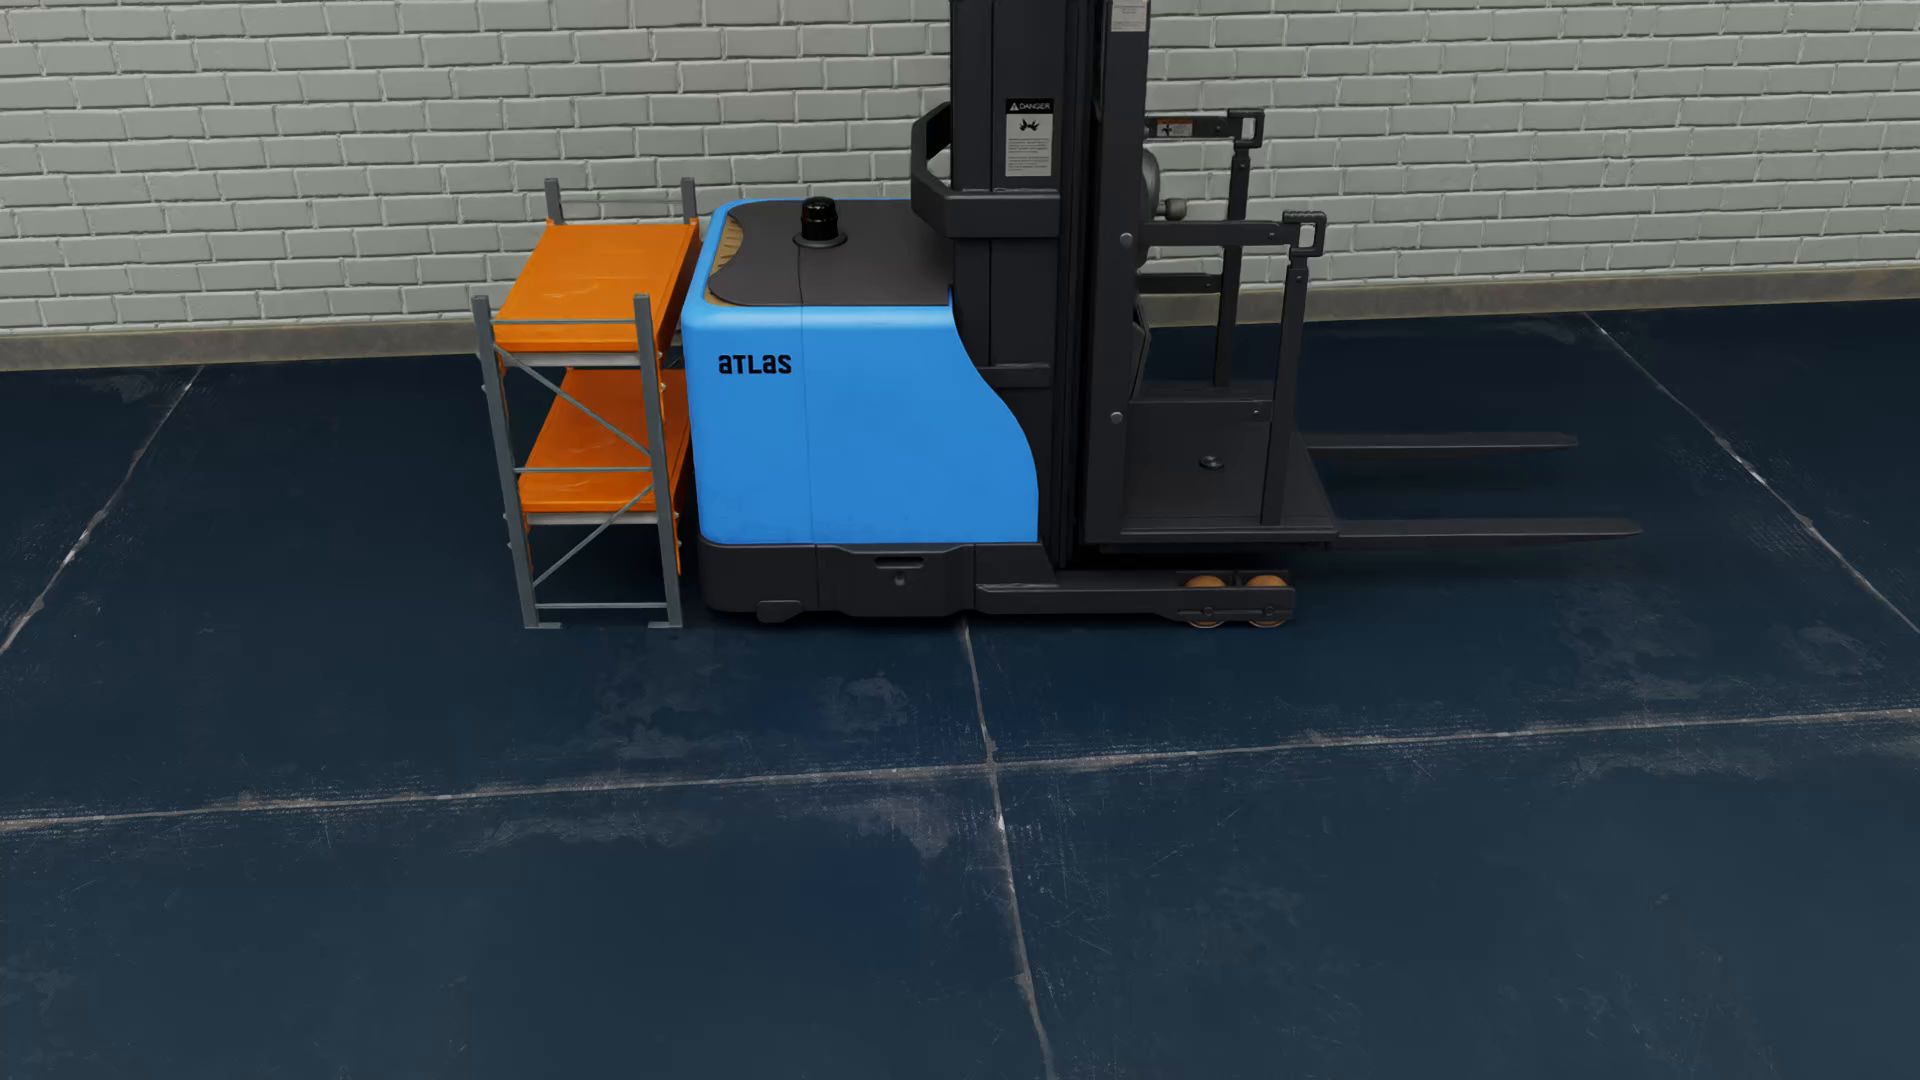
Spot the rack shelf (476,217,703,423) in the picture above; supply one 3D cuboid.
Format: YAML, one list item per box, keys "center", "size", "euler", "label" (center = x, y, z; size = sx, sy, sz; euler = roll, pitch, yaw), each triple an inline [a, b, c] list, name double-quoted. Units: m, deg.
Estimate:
- center: [-1.139, -0.721, 5.288]
  size: [0.538, 0.278, 1.000]
  euler: [0, 31, -1]
  label: "rack shelf"

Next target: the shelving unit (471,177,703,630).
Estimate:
- center: [-1.138, -0.469, 5.438]
  size: [0.538, 1.125, 1.048]
  euler: [0, 31, -1]
  label: "shelving unit"

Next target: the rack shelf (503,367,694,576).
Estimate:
- center: [-1.138, -0.259, 5.563]
  size: [0.538, 0.278, 1.000]
  euler: [0, 31, -1]
  label: "rack shelf"

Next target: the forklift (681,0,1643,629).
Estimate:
- center: [0.683, -1.250, 4.985]
  size: [3.031, 2.935, 1.130]
  euler: [-1, 31, -1]
  label: "forklift"

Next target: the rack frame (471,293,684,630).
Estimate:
- center: [-1.132, -0.209, 5.001]
  size: [0.500, 1.125, 0.032]
  euler: [0, 31, -1]
  label: "rack frame"

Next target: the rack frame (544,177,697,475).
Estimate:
- center: [-1.144, -0.730, 5.874]
  size: [0.500, 1.125, 0.032]
  euler: [0, 31, -1]
  label: "rack frame"
